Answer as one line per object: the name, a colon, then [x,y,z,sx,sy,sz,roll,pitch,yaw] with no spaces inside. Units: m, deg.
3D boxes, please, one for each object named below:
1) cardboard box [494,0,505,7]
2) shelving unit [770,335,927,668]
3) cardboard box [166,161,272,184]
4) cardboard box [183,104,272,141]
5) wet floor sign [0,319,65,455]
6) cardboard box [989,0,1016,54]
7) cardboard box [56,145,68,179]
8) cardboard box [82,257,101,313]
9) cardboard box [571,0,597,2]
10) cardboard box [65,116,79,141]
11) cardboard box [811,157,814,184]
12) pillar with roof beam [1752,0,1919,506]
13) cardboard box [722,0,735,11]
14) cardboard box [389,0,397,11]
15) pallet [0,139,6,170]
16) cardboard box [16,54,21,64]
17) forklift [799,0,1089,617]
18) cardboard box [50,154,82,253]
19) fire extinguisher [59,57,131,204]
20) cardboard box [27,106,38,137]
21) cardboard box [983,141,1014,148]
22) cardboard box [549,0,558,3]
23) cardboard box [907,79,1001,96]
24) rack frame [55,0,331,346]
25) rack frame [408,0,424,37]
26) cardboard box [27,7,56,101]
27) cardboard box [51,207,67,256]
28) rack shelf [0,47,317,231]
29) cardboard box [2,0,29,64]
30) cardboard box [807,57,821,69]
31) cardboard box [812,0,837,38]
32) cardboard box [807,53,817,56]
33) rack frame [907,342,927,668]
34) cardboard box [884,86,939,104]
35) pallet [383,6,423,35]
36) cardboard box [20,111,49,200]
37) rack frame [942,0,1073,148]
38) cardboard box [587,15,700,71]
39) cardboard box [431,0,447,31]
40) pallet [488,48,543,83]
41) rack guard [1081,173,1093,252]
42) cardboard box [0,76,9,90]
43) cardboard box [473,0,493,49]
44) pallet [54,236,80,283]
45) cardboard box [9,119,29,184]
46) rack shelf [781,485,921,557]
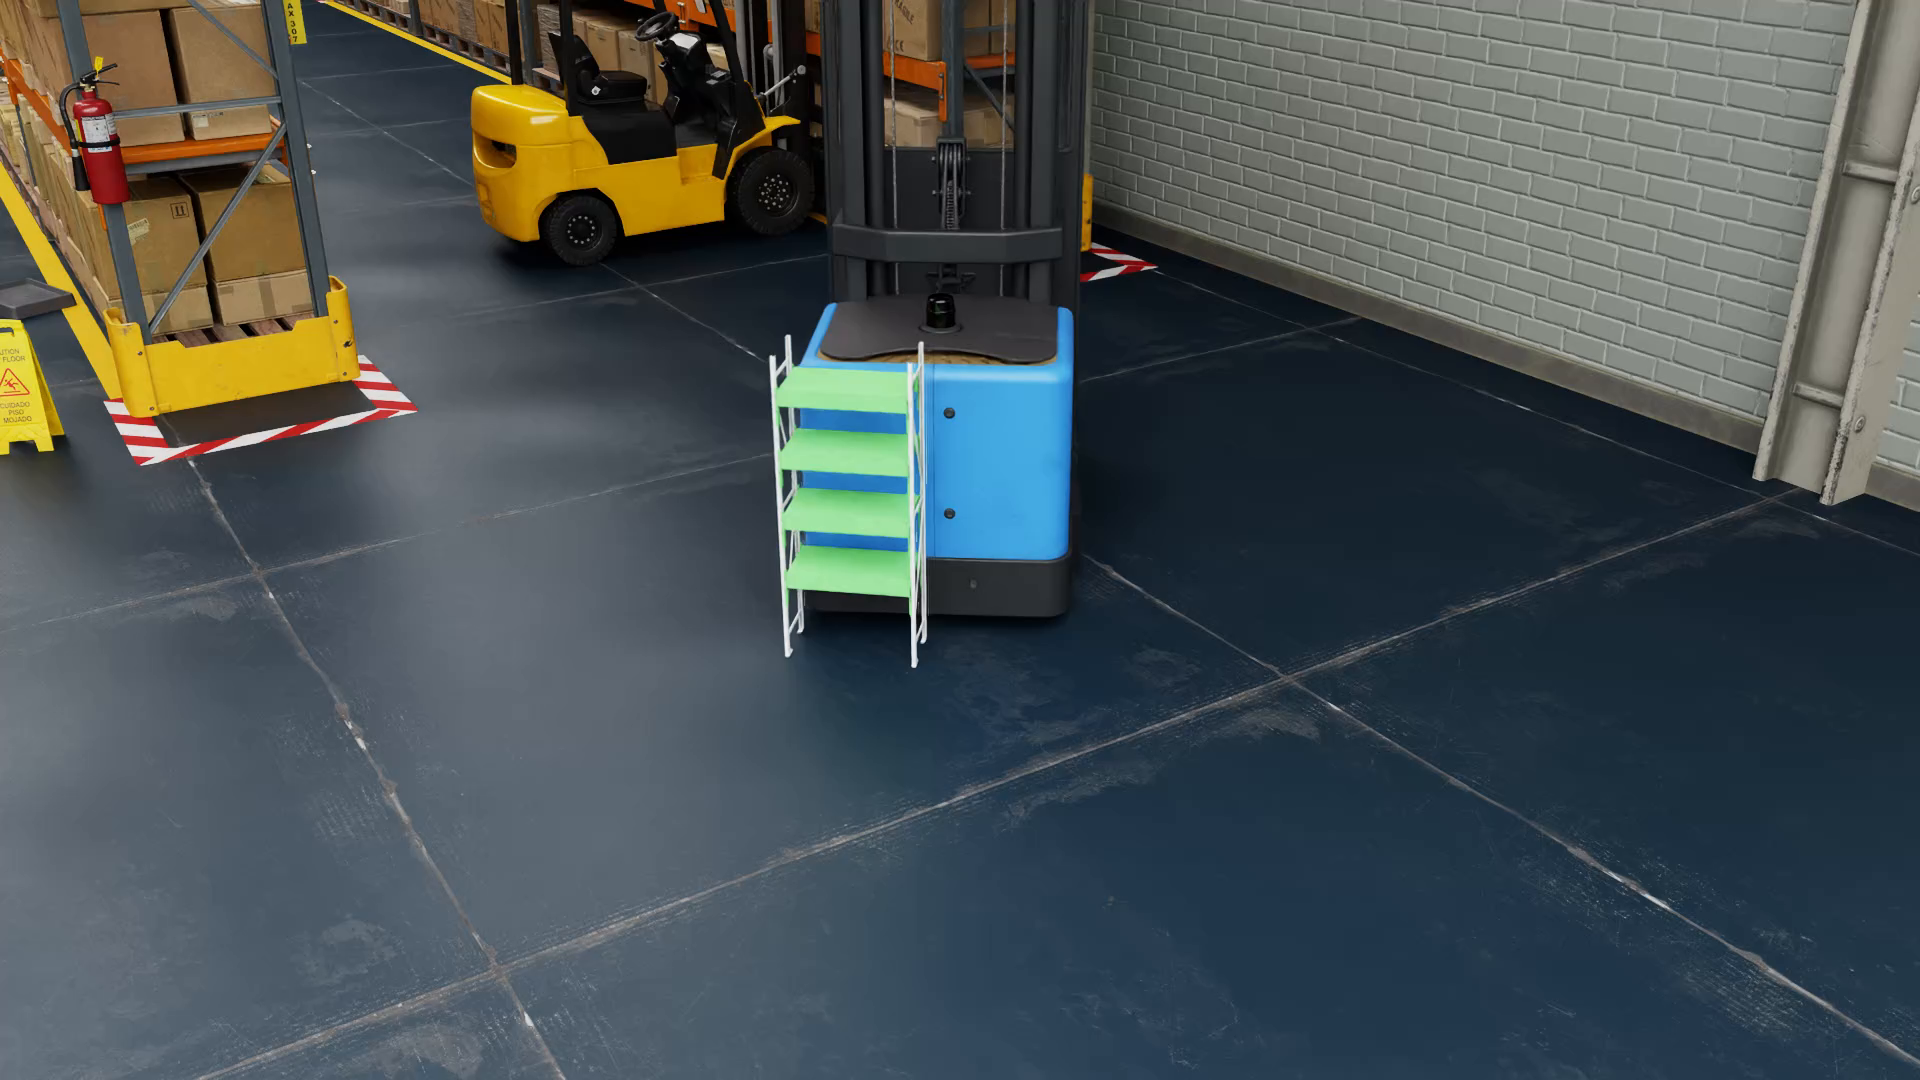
cardboard box: [-4.689,-5.728,17.546,0.380,0.149,0.250,-17,30,-32]
shelving unit: [-0.396,-0.131,6.120,0.503,1.200,0.258,4,26,8]
cardboard box: [-4.332,-1.980,9.782,0.500,0.500,0.500,-17,30,-31]
cardboard box: [-3.833,-2.203,8.698,0.380,0.149,0.250,-15,29,-29]
wet floor sign: [-4.614,-0.765,8.115,0.267,0.644,0.232,-6,26,-12]
cardboard box: [0.298,-3.593,11.229,0.500,0.500,0.500,-14,29,-28]
cardboard box: [-4.868,-2.158,9.399,0.380,0.149,0.250,-15,29,-29]
cardboard box: [-4.764,-1.507,9.658,0.500,0.250,0.500,-15,29,-29]
cardboard box: [-4.055,-5.779,17.654,0.380,0.149,0.250,-14,29,-27]
cardboard box: [-4.436,-2.182,8.653,0.380,0.149,0.250,-16,30,-30]
cardboard box: [-1.017,-2.888,12.583,0.500,0.250,0.500,-15,29,-28]
pillar with roof beam: [0.379,-3.328,3.759,9.100,9.000,0.400,-16,29,-30]
cardboard box: [-1.526,-4.379,12.896,0.500,0.500,0.500,-15,29,-29]
cardboard box: [-6.960,-6.810,20.872,0.396,0.266,0.258,-14,29,-28]
pallet: [-7.763,-3.468,14.349,1.003,0.211,1.213,-16,29,-30]
cardboard box: [-5.920,-3.199,10.806,0.380,0.149,0.250,-15,29,-28]
forklift: [-0.008,-1.616,7.241,1.130,2.935,3.031,1,25,3]
cardboard box: [-5.035,-2.027,9.880,0.500,0.500,0.500,-16,30,-31]
fire extinguisher: [-4.145,-1.964,7.987,0.296,0.674,0.183,-16,29,-30]
cardboard box: [-5.609,-2.641,10.421,0.380,0.149,0.250,-14,29,-28]
cardboard box: [0.253,-2.695,11.587,0.500,0.250,0.500,-15,29,-29]
cardboard box: [-4.278,-5.622,18.083,0.500,0.500,0.500,-15,29,-29]
cardboard box: [-0.044,-3.098,11.856,0.500,0.250,0.500,-15,29,-29]
rack frame: [-3.821,-2.147,8.285,1.000,3.000,0.127,-16,29,-30]
rack frame: [-6.215,-7.597,19.830,1.000,3.000,0.127,-16,29,-30]
cardboard box: [-4.618,-2.637,8.857,0.500,0.500,0.500,-15,29,-29]
cardboard box: [-5.608,-2.062,10.834,0.500,0.250,0.500,-14,29,-27]
rack shelf: [-4.913,-2.537,9.954,1.077,0.370,4.000,-16,29,-30]
cardboard box: [-5.442,-3.179,10.004,0.500,0.500,0.500,-16,30,-30]
cardboard box: [-1.295,-3.528,12.768,0.500,0.250,0.500,-14,29,-28]
cardboard box: [-0.709,-3.836,11.746,0.500,0.500,0.500,-16,30,-31]
cardboard box: [-1.128,-3.826,13.399,0.500,0.250,0.500,-16,30,-30]
rack frame: [-0.155,-0.115,6.086,0.015,1.200,0.240,4,26,8]
cardboard box: [-0.461,-2.977,11.601,0.500,0.250,0.500,-15,29,-29]
pallet: [-6.589,-6.582,20.946,1.003,0.211,1.213,-16,29,-30]
cardboard box: [-5.909,-2.590,11.073,0.500,0.500,0.500,-14,29,-27]
rack frame: [0.336,-3.305,10.738,1.000,3.000,0.127,-16,29,-30]
cardboard box: [-2.972,-4.584,15.736,0.875,0.625,0.625,-17,30,-32]
cardboard box: [-5.841,-6.243,19.398,0.500,0.500,0.500,-16,30,-30]
pallet: [-4.408,-5.182,17.979,1.003,0.211,1.213,-16,29,-30]
rack guard: [0.349,-2.166,11.254,1.175,0.500,0.348,-16,29,-30]
cardboard box: [-7.888,-3.806,14.385,0.950,0.372,0.625,-18,31,-33]
cardboard box: [-4.995,-5.695,18.237,0.500,0.500,0.500,-14,29,-27]
pallet: [-5.609,-2.085,11.419,1.003,0.211,1.213,-16,29,-30]
cardboard box: [-6.689,-3.023,12.726,0.950,0.372,0.625,-14,28,-26]
rack shelf: [-0.396,-0.073,6.148,0.480,0.148,0.258,4,26,8]
